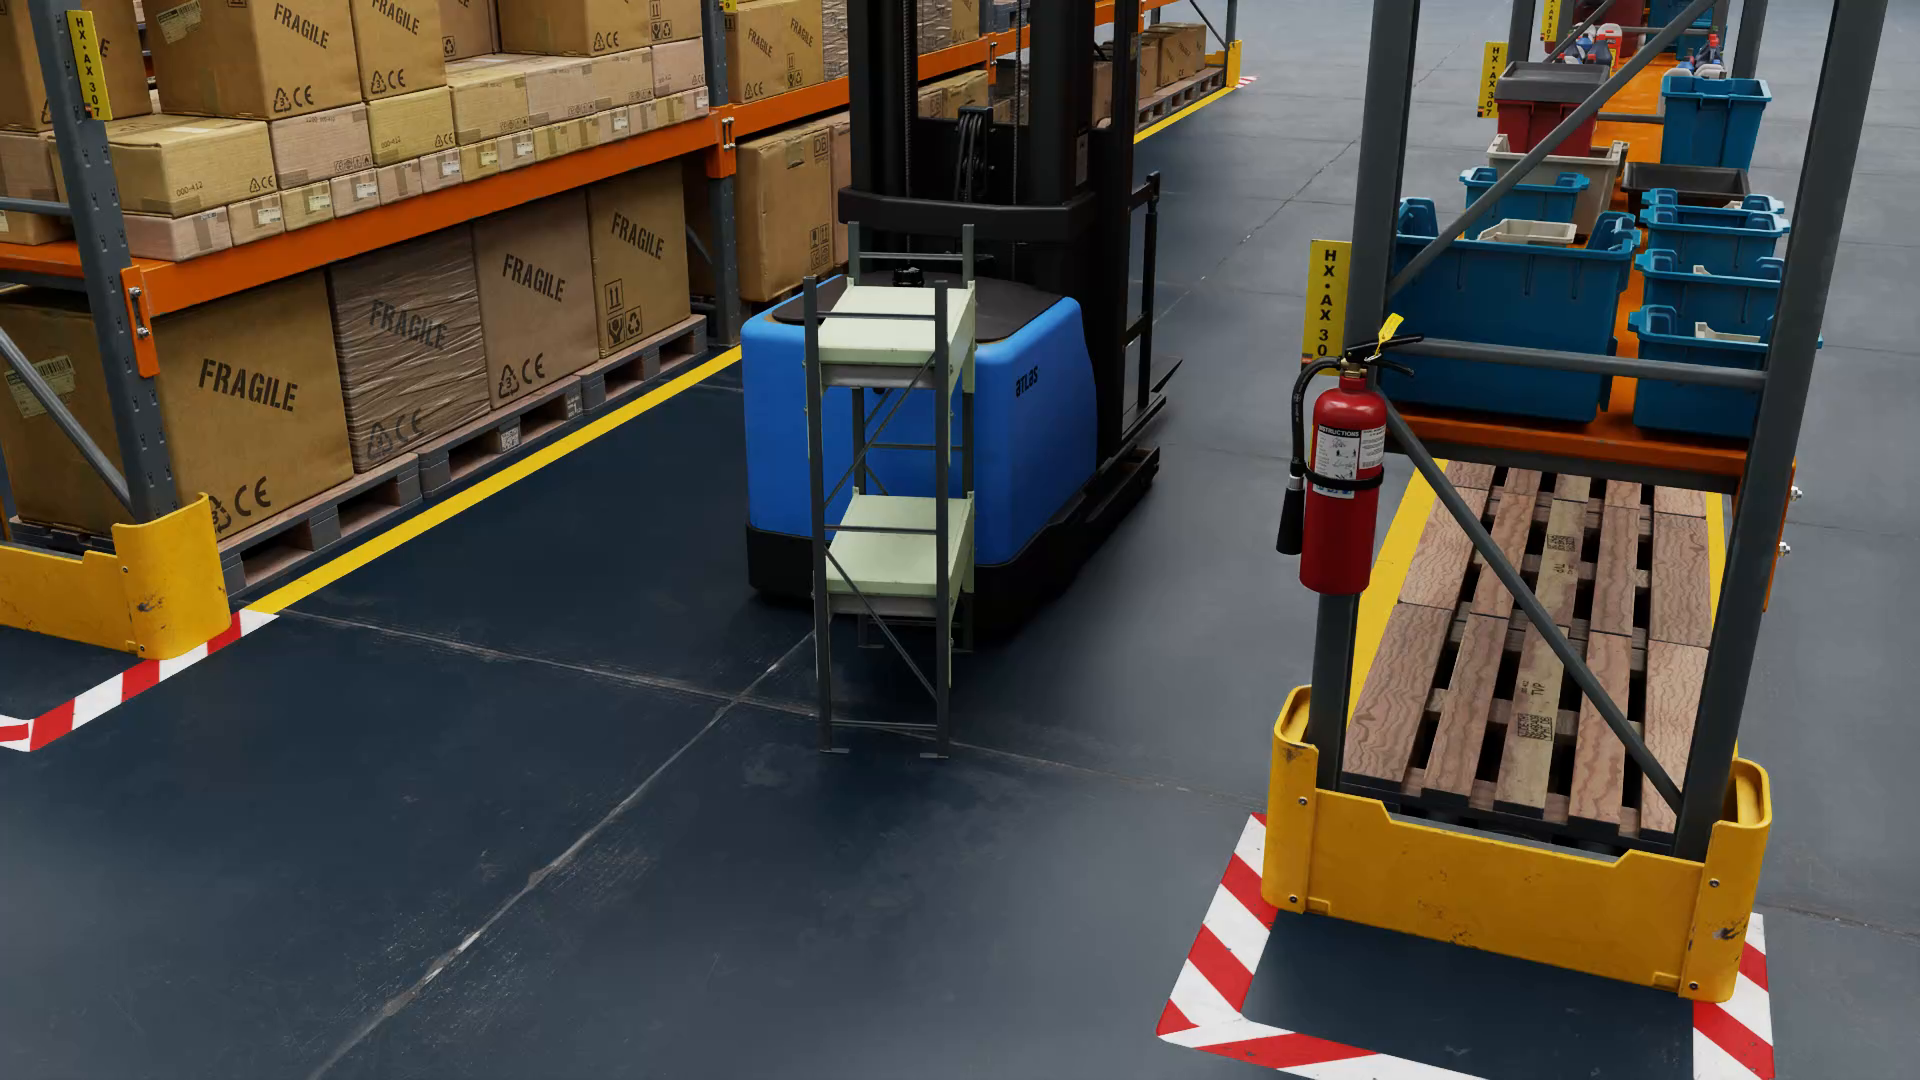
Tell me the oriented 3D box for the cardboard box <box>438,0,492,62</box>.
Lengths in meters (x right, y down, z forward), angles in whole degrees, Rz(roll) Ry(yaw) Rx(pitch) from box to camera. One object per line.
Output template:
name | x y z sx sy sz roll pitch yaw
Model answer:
cardboard box | -2.515 -2.461 7.586 0.500 0.500 0.500 8 24 18

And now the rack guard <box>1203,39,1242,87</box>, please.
rack guard | 2.709 -5.658 19.646 1.175 0.500 0.348 9 24 20

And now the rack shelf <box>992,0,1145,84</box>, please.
rack shelf | 0.508 -4.359 14.228 1.077 0.370 4.000 9 24 20

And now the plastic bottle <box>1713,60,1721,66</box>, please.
plastic bottle | 3.939 -2.373 8.707 0.097 0.271 0.097 0 23 0

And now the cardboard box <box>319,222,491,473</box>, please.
cardboard box | -2.705 -0.892 7.206 0.875 0.875 0.875 9 24 20

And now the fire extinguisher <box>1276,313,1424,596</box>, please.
fire extinguisher | 0.914 -0.207 3.937 0.296 0.674 0.183 9 24 20

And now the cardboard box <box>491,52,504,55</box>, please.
cardboard box | -2.327 -2.304 8.183 0.500 0.250 0.500 9 24 20

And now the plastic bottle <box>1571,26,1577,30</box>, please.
plastic bottle | 3.739 -2.993 10.174 0.061 0.283 0.133 9 24 20

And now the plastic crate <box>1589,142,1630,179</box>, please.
plastic crate | 2.573 -1.595 6.941 0.396 0.136 0.243 9 24 20

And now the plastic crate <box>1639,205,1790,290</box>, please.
plastic crate | 2.279 -0.866 5.072 0.416 0.233 0.300 9 24 20

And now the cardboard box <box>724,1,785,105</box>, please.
cardboard box | -1.317 -2.719 9.238 0.500 0.500 0.500 9 24 20

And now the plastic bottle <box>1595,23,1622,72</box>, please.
plastic bottle | 4.044 -3.079 10.390 0.152 0.276 0.135 9 24 20

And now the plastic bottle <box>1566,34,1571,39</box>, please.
plastic bottle | 3.553 -2.814 9.747 0.061 0.283 0.133 9 24 20

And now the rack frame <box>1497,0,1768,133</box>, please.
rack frame | 2.878 -1.835 7.251 1.000 3.000 0.127 9 24 20

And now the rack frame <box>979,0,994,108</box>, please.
rack frame | -0.235 -3.975 12.376 1.000 3.000 0.127 9 24 20

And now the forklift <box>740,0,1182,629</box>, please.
forklift | 0.237 -1.577 6.724 1.130 2.935 3.031 9 24 20

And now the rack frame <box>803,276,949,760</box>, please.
rack frame | -0.234 -0.026 4.866 0.400 1.500 0.023 2 23 6

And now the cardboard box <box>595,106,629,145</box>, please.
cardboard box | -1.816 -1.996 7.963 0.380 0.149 0.250 9 24 21

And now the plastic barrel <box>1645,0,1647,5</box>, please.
plastic barrel | 5.425 -4.834 13.781 0.600 0.901 0.708 9 24 20

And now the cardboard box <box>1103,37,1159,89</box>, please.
cardboard box | 1.800 -5.024 17.584 0.500 0.500 0.500 7 24 15

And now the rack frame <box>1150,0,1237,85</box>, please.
rack frame | 2.737 -6.838 19.229 1.000 3.000 0.127 9 24 20

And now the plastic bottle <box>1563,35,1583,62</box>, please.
plastic bottle | 3.325 -2.582 9.104 0.144 0.351 0.185 9 24 20

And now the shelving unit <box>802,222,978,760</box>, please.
shelving unit | -0.195 -0.166 5.202 0.431 1.500 0.755 2 23 6

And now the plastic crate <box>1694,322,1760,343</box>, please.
plastic crate | 1.986 -0.454 4.208 0.250 0.136 0.298 9 24 20

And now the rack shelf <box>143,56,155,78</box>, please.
rack shelf | -5.545 -3.674 12.587 1.077 0.370 4.000 9 24 20

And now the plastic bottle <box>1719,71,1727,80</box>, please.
plastic bottle | 3.740 -2.169 8.202 0.061 0.283 0.133 9 24 20

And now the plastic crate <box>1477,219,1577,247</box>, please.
plastic crate | 1.822 -0.941 5.374 0.298 0.136 0.250 9 24 20

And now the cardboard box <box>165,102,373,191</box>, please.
cardboard box | -2.590 -1.501 6.260 0.500 0.250 0.500 8 24 19

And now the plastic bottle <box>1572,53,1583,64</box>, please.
plastic bottle | 3.307 -2.490 8.985 0.097 0.271 0.097 0 23 0

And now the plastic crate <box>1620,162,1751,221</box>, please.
plastic crate | 2.712 -1.297 6.241 0.437 0.125 0.590 9 24 20

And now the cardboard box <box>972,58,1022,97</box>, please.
cardboard box | 0.174 -3.806 13.670 0.500 0.250 0.500 12 25 26

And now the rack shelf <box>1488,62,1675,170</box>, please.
rack shelf | 3.621 -2.219 9.103 1.077 0.370 4.000 9 24 20

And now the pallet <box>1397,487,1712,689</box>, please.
pallet | 2.189 0.159 6.096 1.003 0.211 1.213 9 24 20

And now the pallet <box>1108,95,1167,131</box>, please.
pallet | 1.468 -4.365 16.927 1.003 0.211 1.213 9 24 20

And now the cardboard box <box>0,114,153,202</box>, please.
cardboard box | -3.273 -1.392 5.999 0.500 0.250 0.500 8 24 19

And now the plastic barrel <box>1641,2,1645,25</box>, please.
plastic barrel | 4.704 -3.867 11.972 0.421 0.512 0.421 0 23 0

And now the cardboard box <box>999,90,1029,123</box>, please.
cardboard box | 0.190 -3.468 13.833 0.700 0.500 0.500 7 24 16

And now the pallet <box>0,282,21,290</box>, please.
pallet | -6.505 -1.758 10.685 1.003 0.211 1.213 9 24 20

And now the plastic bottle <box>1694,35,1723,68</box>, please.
plastic bottle | 4.087 -2.578 9.093 0.144 0.351 0.185 9 24 20

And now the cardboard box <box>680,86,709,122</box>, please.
cardboard box | -1.530 -2.272 8.624 0.380 0.149 0.250 9 24 20

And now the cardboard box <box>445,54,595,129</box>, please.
cardboard box | -2.020 -2.048 7.570 0.500 0.250 0.500 9 24 21

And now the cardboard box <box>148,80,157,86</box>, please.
cardboard box | -5.860 -3.353 12.610 0.500 0.250 0.500 8 24 18

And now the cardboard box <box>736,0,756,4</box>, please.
cardboard box | -1.491 -3.283 9.286 0.797 0.503 0.637 8 24 19

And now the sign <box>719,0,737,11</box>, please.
sign | -1.205 -2.901 8.578 0.100 0.325 0.005 9 24 20

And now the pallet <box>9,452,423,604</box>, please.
pallet | -2.982 -0.123 6.771 1.003 0.211 1.213 9 24 20

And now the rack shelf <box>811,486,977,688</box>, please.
rack shelf | -0.195 0.135 5.328 0.431 0.370 0.720 2 23 6

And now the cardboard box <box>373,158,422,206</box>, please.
cardboard box | -2.388 -1.444 6.642 0.380 0.149 0.250 8 24 19

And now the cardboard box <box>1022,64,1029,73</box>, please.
cardboard box | 0.808 -4.072 15.279 0.700 0.500 0.500 9 24 20

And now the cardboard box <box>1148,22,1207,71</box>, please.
cardboard box | 2.489 -5.658 19.101 0.500 0.500 0.500 14 26 30

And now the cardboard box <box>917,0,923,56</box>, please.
cardboard box | -0.568 -3.446 10.977 0.500 0.500 0.500 8 24 18

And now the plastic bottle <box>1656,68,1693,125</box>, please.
plastic bottle | 3.607 -2.242 8.386 0.152 0.276 0.135 9 24 20

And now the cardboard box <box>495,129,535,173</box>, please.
cardboard box | -2.102 -1.721 7.305 0.380 0.149 0.250 9 24 21

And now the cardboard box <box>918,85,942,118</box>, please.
cardboard box | -0.849 -2.627 11.359 1.225 0.875 0.875 9 24 20

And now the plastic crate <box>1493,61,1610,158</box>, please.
plastic crate | 2.314 -1.608 6.548 0.402 0.464 0.583 9 24 20

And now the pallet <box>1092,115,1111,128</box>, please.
pallet | 0.963 -3.841 15.672 1.003 0.211 1.213 9 24 20

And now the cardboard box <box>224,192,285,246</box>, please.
cardboard box | -2.674 -1.168 5.981 0.380 0.149 0.250 8 24 19

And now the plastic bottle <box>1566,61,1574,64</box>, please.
plastic bottle | 3.097 -2.324 8.584 0.152 0.276 0.135 9 24 20

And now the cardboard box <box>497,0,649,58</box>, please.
cardboard box | -1.833 -2.577 7.862 0.500 0.500 0.500 9 24 21

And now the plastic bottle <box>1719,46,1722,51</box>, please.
plastic bottle | 4.185 -2.598 9.228 0.061 0.283 0.133 9 24 20
